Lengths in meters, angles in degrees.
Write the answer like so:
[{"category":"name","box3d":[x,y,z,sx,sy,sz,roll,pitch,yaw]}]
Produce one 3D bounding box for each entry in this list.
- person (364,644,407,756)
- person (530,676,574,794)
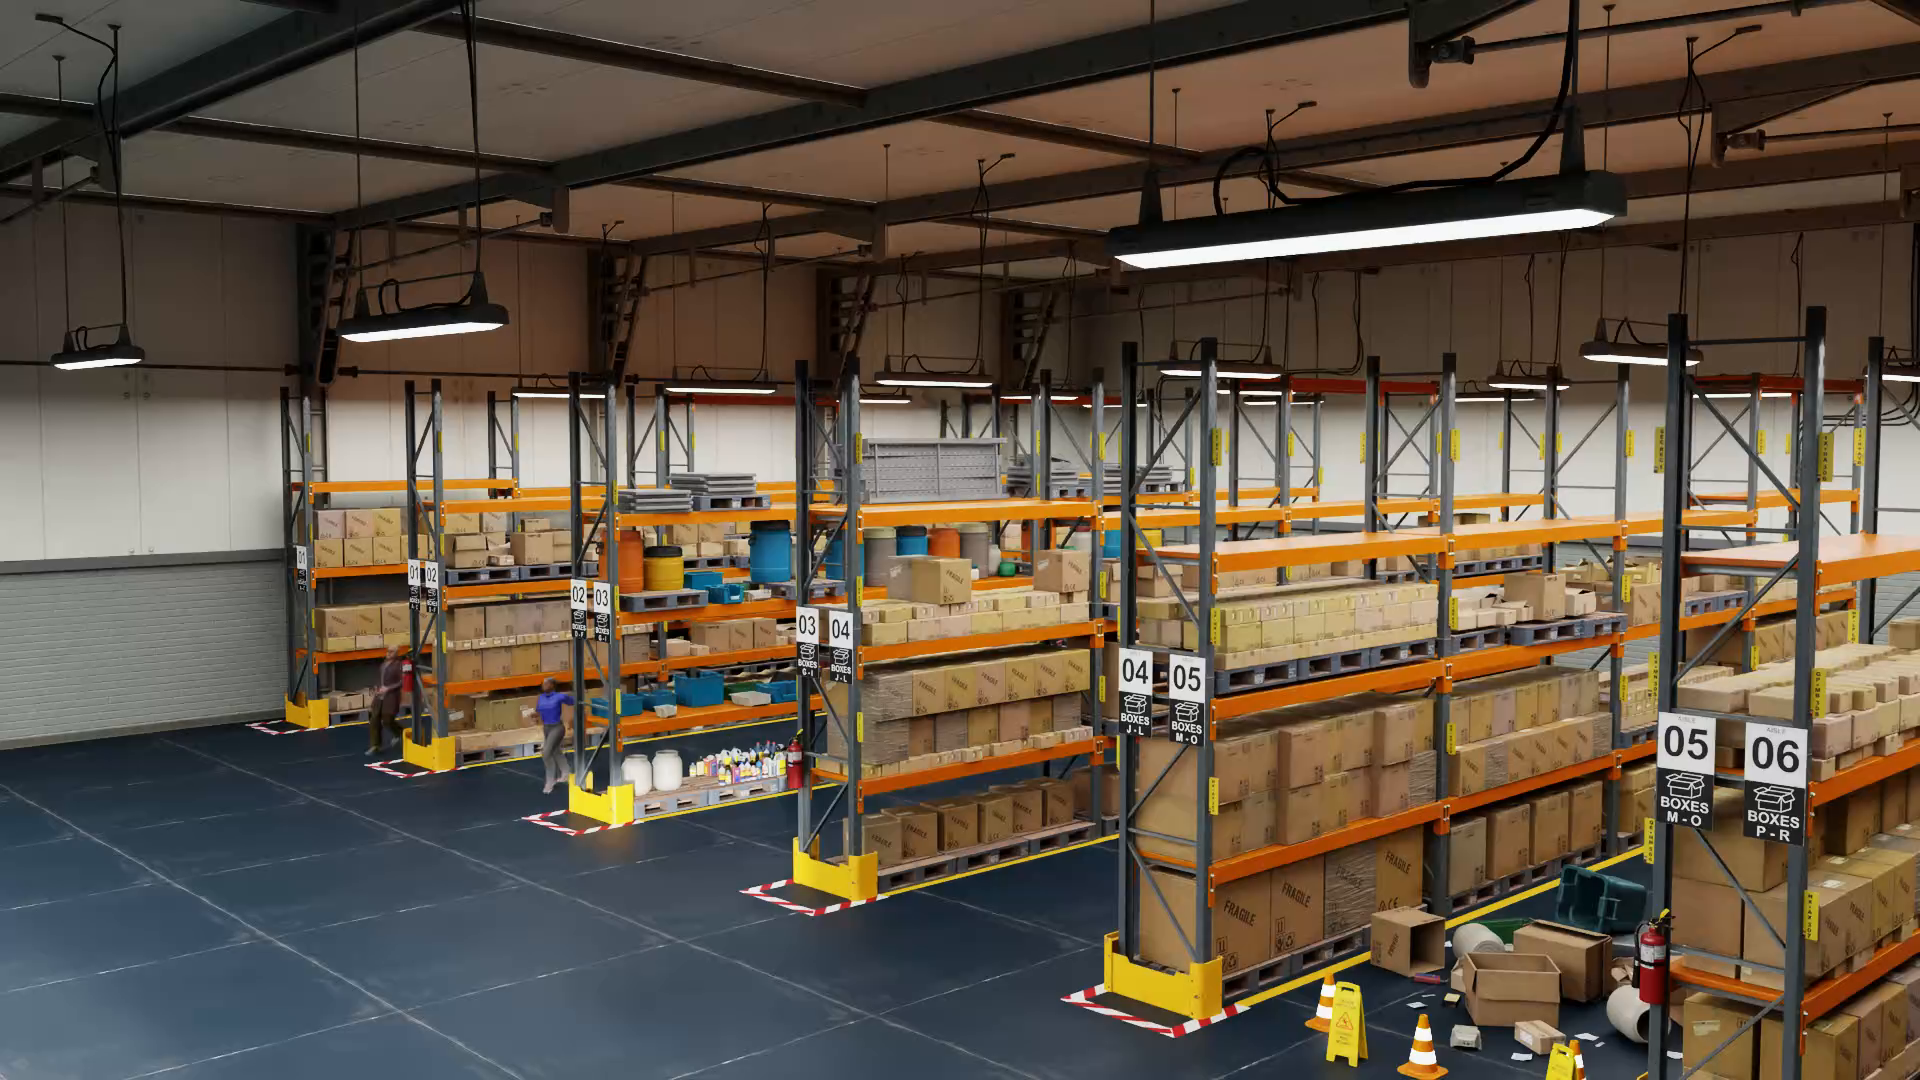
[{"category":"person","box3d":[-9.203,2.573,26.950,0.727,1.779,0.900,2,4,26]},{"category":"person","box3d":[-5.858,2.805,24.079,0.586,1.690,0.875,2,4,33]}]
